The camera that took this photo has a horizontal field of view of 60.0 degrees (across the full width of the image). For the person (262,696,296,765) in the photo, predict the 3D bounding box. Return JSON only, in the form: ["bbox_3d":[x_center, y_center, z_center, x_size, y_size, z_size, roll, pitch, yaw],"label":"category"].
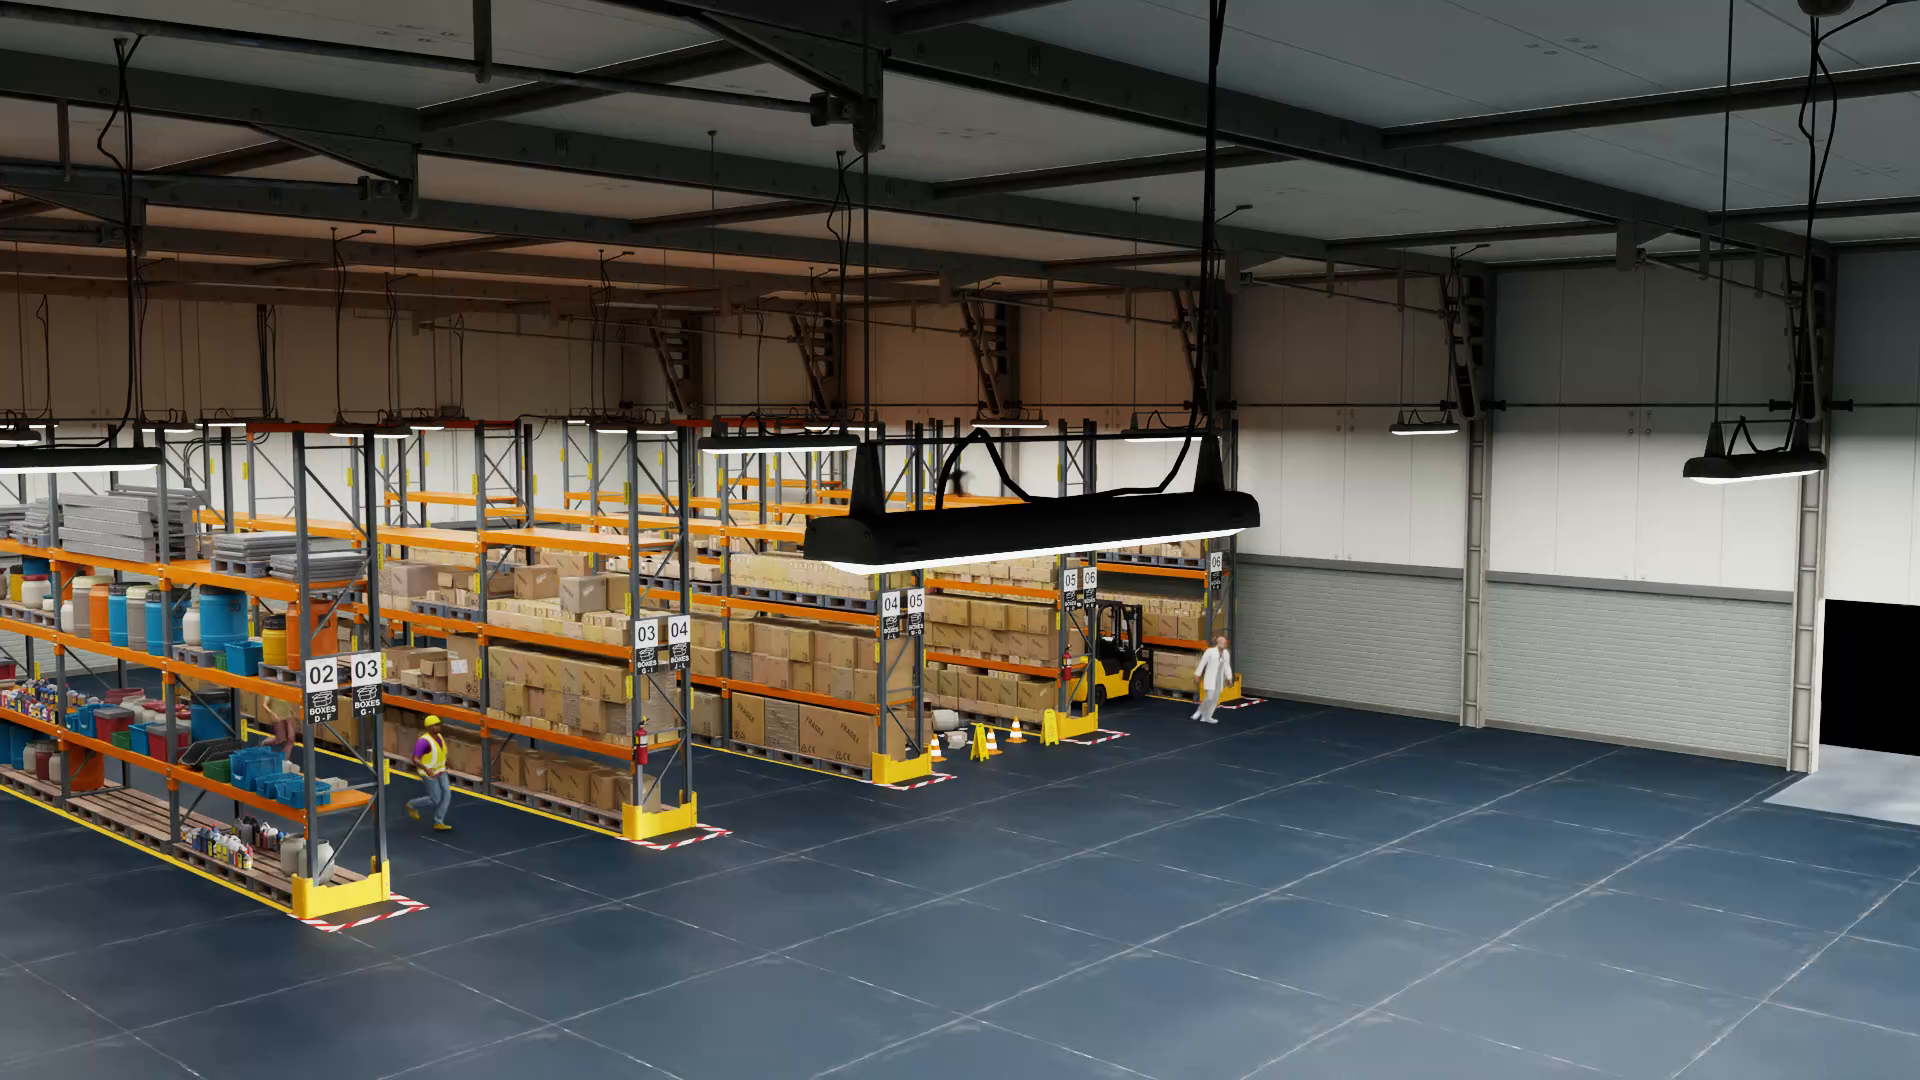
[{"bbox_3d":[-11.995,3.139,29.258,0.688,1.622,0.591,3,5,30],"label":"person"}]

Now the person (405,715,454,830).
[{"bbox_3d":[-7.894,3.459,24.741,0.722,1.724,0.696,2,5,18],"label":"person"}]

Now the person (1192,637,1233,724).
[{"bbox_3d":[5.004,2.772,32.998,0.739,1.746,0.570,-3,5,-32],"label":"person"}]
